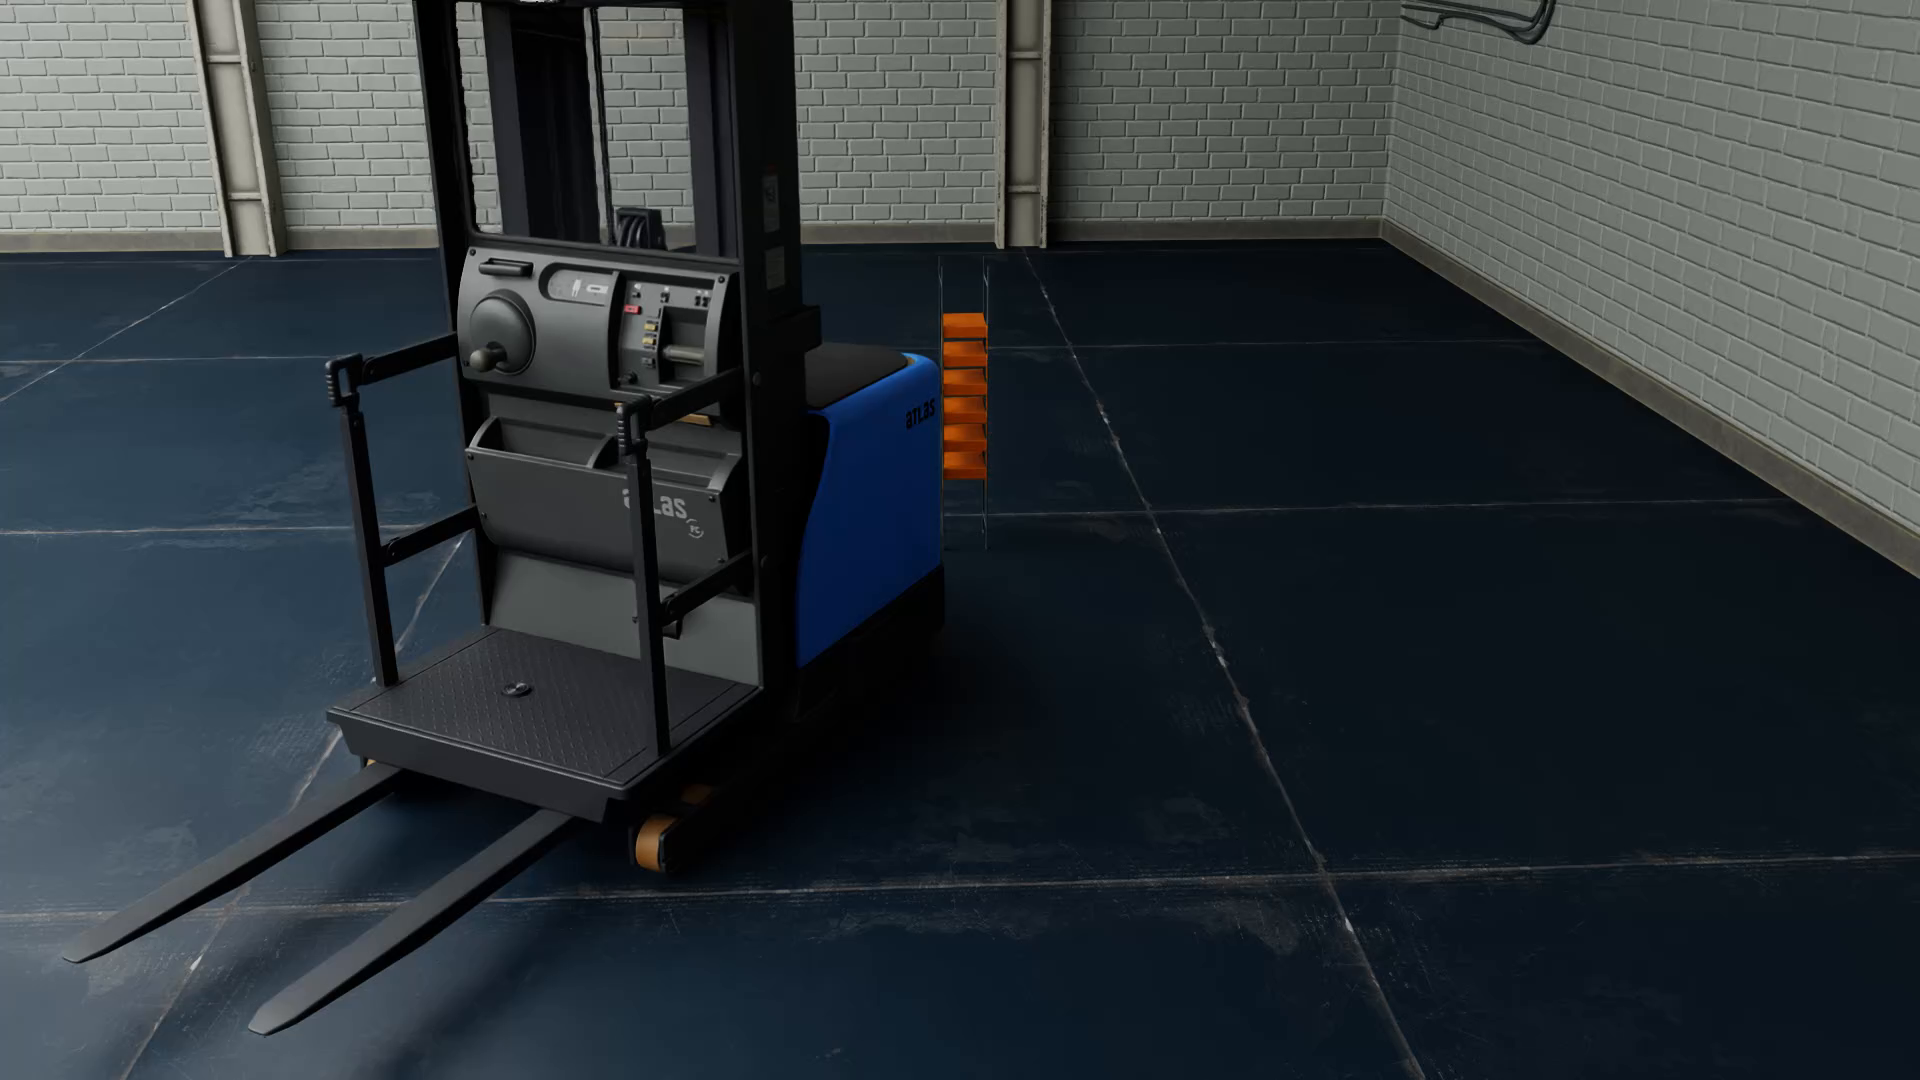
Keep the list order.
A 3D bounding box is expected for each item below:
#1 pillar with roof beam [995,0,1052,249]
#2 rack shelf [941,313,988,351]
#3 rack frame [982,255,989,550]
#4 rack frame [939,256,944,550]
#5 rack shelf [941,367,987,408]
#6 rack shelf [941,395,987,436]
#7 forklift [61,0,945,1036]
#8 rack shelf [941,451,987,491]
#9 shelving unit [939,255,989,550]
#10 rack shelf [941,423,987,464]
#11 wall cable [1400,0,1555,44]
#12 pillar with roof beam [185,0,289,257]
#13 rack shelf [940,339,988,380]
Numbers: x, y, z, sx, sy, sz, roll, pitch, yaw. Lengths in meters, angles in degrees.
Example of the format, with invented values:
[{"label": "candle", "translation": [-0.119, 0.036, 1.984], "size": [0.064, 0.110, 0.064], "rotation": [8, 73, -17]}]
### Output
[{"label": "pillar with roof beam", "translation": [0.733, -5.048, 7.733], "size": [0.400, 9.000, 9.100], "rotation": [-1, 21, -3]}, {"label": "rack shelf", "translation": [0.014, -0.856, 6.796], "size": [0.180, 0.103, 0.258], "rotation": [-1, 21, -3]}, {"label": "rack frame", "translation": [0.106, -0.563, 6.913], "size": [0.006, 1.200, 0.240], "rotation": [-1, 21, -3]}, {"label": "rack frame", "translation": [-0.077, -0.559, 6.903], "size": [0.006, 1.200, 0.240], "rotation": [-1, 21, -3]}, {"label": "rack shelf", "translation": [0.014, -0.632, 6.881], "size": [0.180, 0.103, 0.258], "rotation": [-1, 21, -3]}, {"label": "rack shelf", "translation": [0.014, -0.520, 6.924], "size": [0.180, 0.103, 0.258], "rotation": [-1, 21, -3]}, {"label": "forklift", "translation": [-1.157, -0.612, 4.610], "size": [1.130, 2.935, 3.031], "rotation": [10, 23, 24]}, {"label": "rack shelf", "translation": [0.014, -0.295, 7.009], "size": [0.180, 0.103, 0.258], "rotation": [-1, 21, -3]}, {"label": "shelving unit", "translation": [0.014, -0.561, 6.908], "size": [0.189, 1.200, 0.258], "rotation": [-1, 21, -3]}, {"label": "rack shelf", "translation": [0.014, -0.407, 6.967], "size": [0.180, 0.103, 0.258], "rotation": [-1, 21, -3]}, {"label": "wall cable", "translation": [3.504, -4.716, 11.226], "size": [0.112, 2.526, 3.097], "rotation": [-1, 21, -3]}, {"label": "pillar with roof beam", "translation": [-5.257, -4.926, 7.413], "size": [0.400, 9.000, 9.100], "rotation": [-1, 21, -3]}, {"label": "rack shelf", "translation": [0.014, -0.744, 6.839], "size": [0.180, 0.103, 0.258], "rotation": [-1, 21, -3]}]
